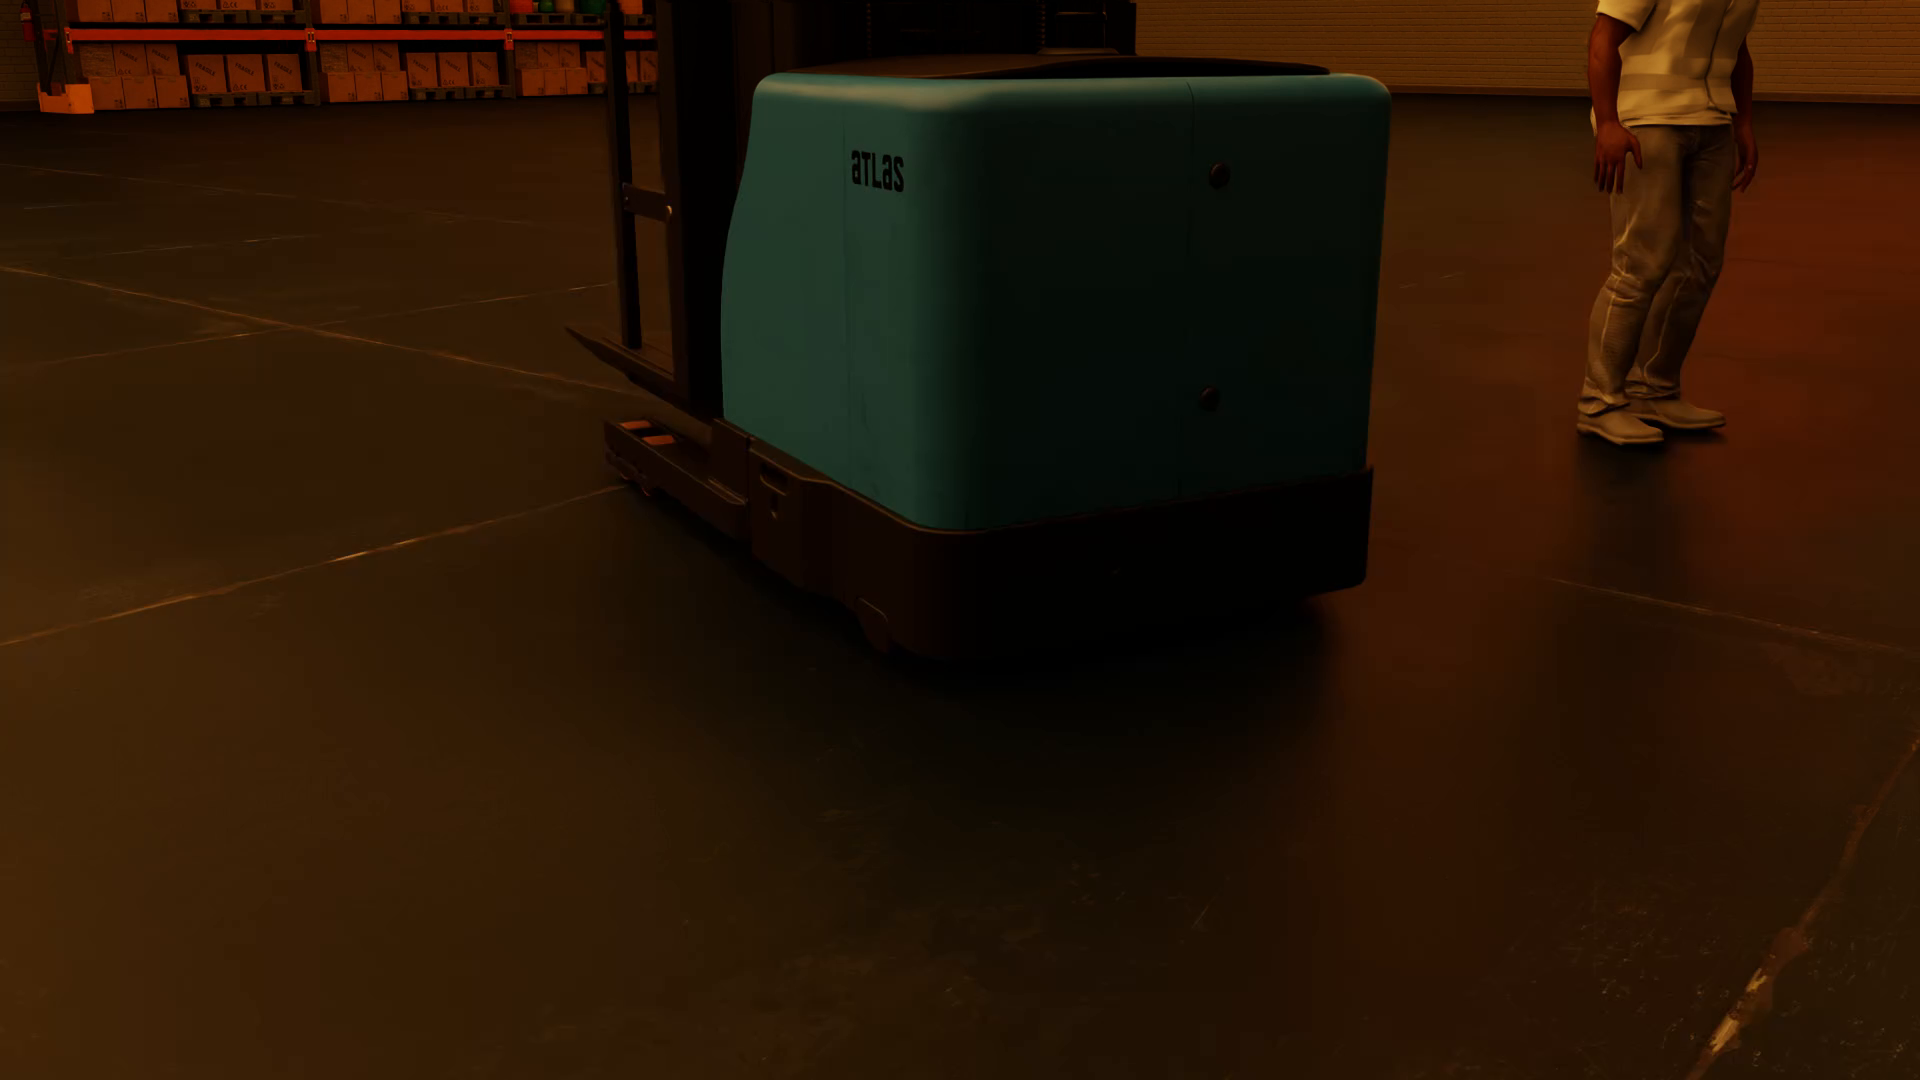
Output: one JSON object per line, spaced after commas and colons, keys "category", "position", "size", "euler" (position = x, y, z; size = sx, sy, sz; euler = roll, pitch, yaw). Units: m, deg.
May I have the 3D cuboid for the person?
{"category": "person", "position": [2.068, -1.174, 4.785], "size": [0.670, 1.759, 0.450], "euler": [-10, 20, -30]}

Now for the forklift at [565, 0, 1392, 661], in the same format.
{"category": "forklift", "position": [-0.300, -1.565, 4.052], "size": [1.130, 2.935, 3.031], "euler": [-9, 19, -27]}
